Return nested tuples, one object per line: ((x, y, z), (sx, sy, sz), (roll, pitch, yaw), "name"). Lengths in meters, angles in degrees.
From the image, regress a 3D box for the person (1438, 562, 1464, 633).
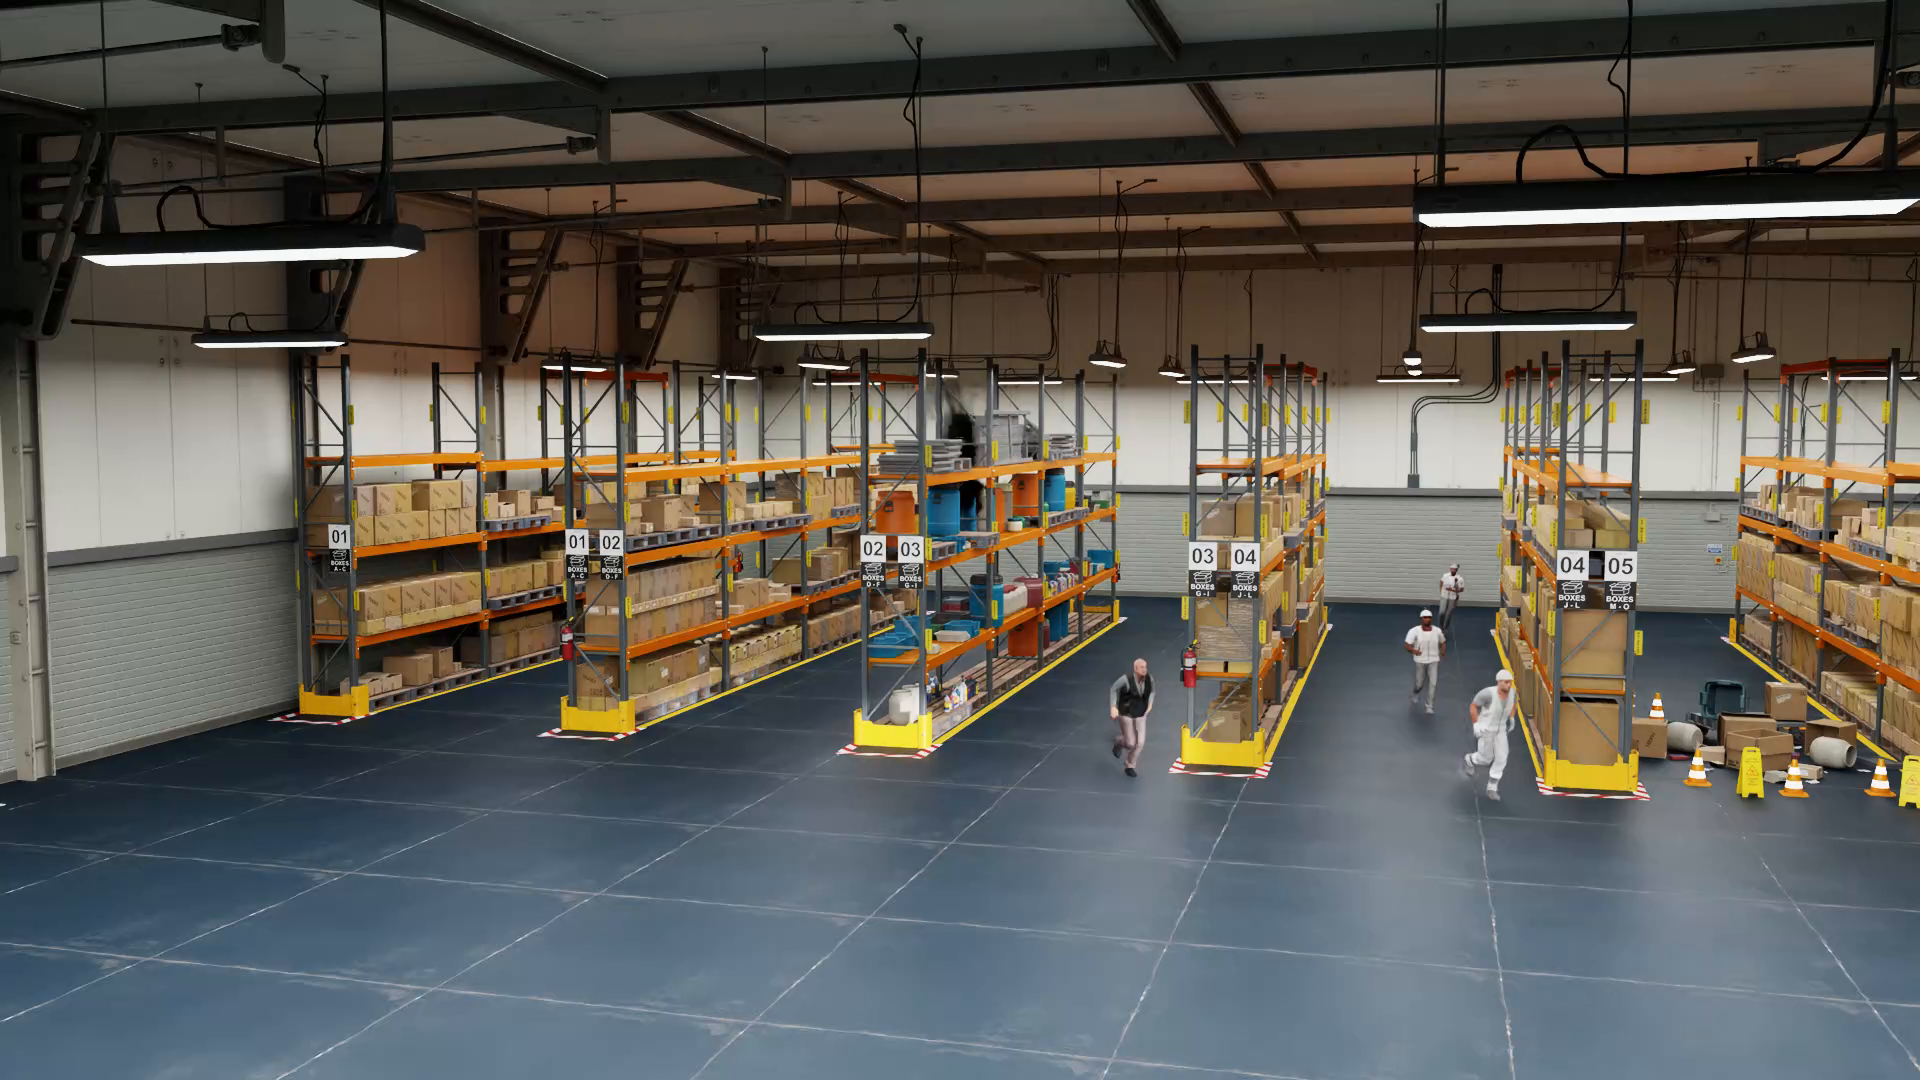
((11.119, 1.272, 37.687), (0.596, 1.565, 0.628), (2, 5, 22), "person")

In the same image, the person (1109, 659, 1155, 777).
((2.389, 2.458, 23.223), (0.653, 1.659, 0.767), (-2, 5, -26), "person")

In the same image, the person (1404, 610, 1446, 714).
((7.853, 2.041, 28.011), (0.714, 1.733, 0.791), (0, 4, 3), "person")

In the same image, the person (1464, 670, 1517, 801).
((6.992, 2.523, 21.948), (0.660, 1.723, 0.930), (-2, 5, -21), "person")
